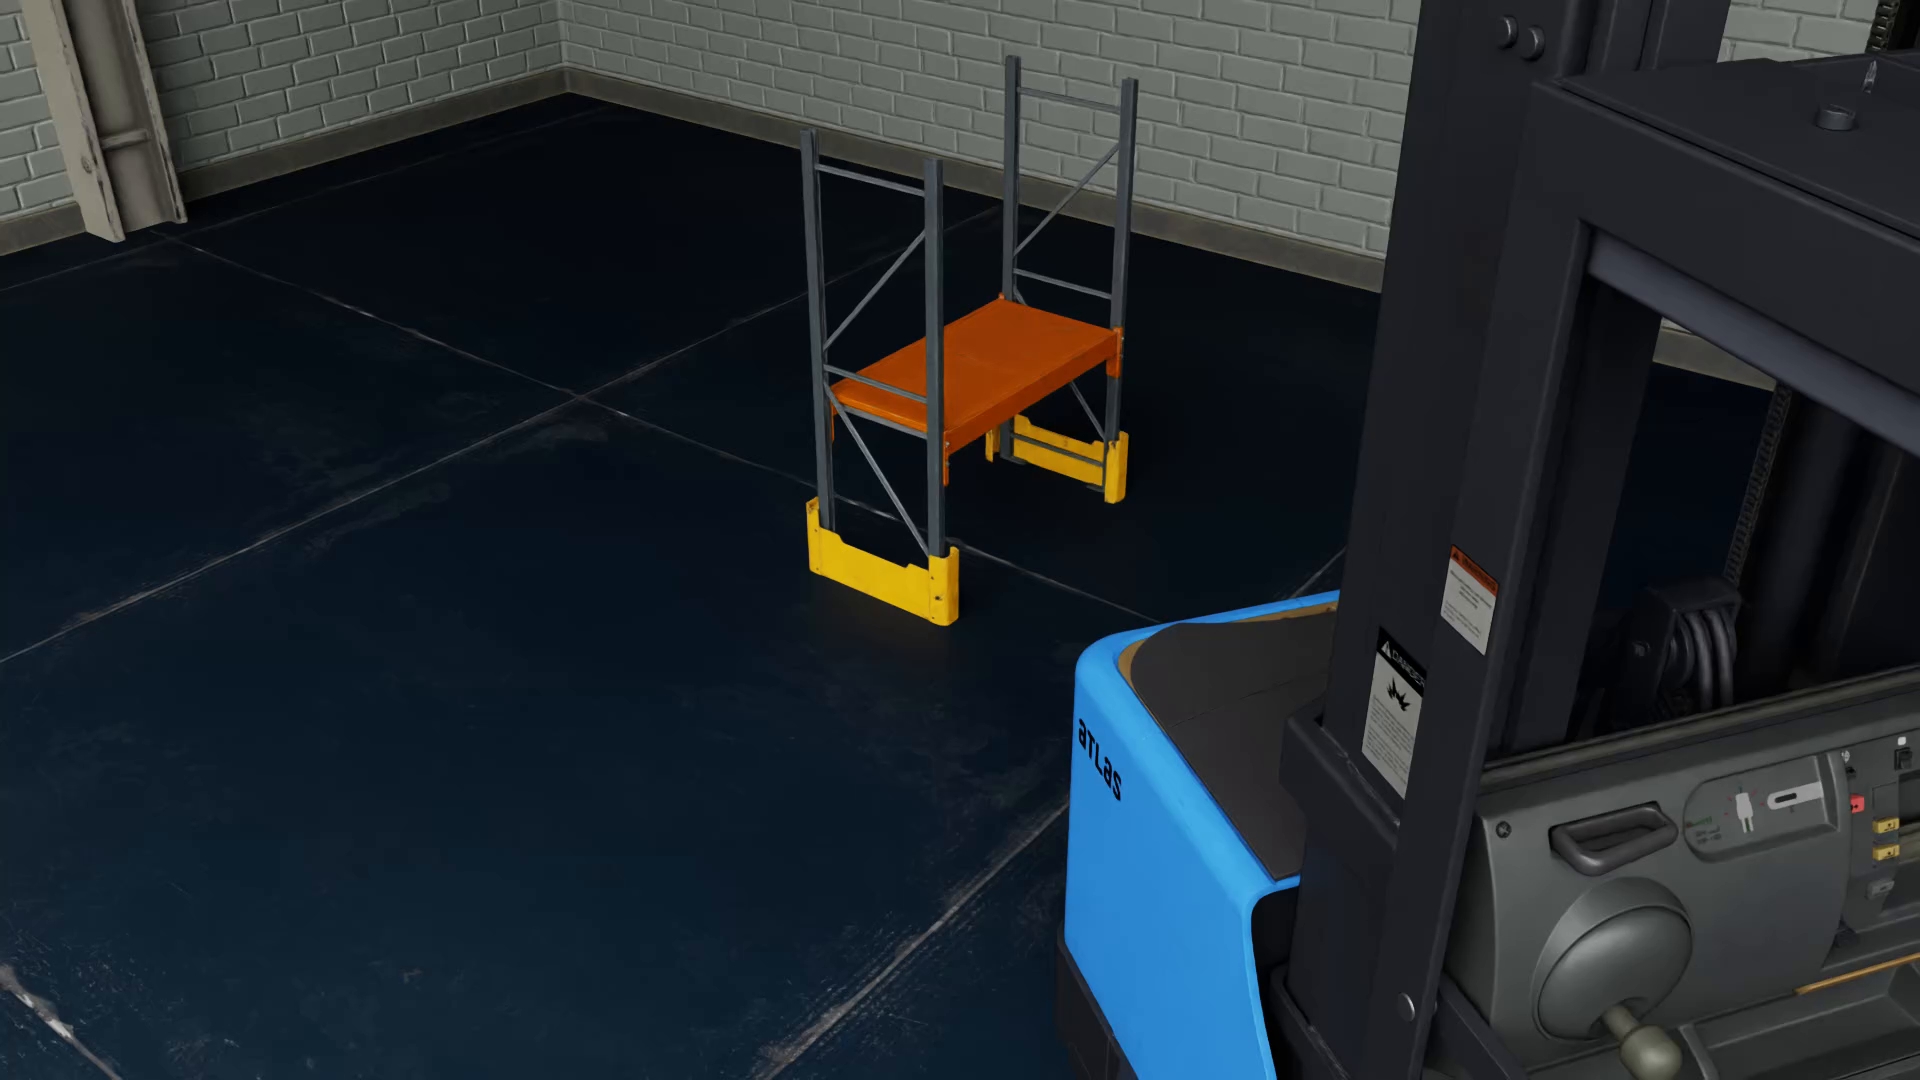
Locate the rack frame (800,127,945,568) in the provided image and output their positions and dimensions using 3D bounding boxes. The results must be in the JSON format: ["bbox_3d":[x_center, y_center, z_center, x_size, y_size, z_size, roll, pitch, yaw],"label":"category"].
[{"bbox_3d":[-0.255,-0.473,5.077,0.500,1.500,0.032,21,37,31],"label":"rack frame"}]

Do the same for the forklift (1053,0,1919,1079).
[{"bbox_3d":[1.168,0.492,2.046,1.130,2.935,3.031,-10,32,-16],"label":"forklift"}]

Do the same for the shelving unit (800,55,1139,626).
[{"bbox_3d":[0.046,-0.676,5.420,0.587,1.500,1.083,21,37,31],"label":"shelving unit"}]

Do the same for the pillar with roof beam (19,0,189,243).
[{"bbox_3d":[-0.750,-4.145,3.917,9.100,9.000,0.400,21,37,31],"label":"pillar with roof beam"}]

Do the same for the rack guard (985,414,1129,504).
[{"bbox_3d":[0.347,-0.341,6.080,0.587,0.250,0.087,21,37,31],"label":"rack guard"}]

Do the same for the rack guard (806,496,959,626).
[{"bbox_3d":[-0.255,0.064,5.397,0.587,0.250,0.087,21,37,31],"label":"rack guard"}]

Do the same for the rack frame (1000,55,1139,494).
[{"bbox_3d":[0.358,-0.887,5.775,0.500,1.500,0.032,21,37,31],"label":"rack frame"}]

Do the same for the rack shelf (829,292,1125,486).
[{"bbox_3d":[0.051,-0.525,5.518,0.538,0.185,1.000,21,37,31],"label":"rack shelf"}]
